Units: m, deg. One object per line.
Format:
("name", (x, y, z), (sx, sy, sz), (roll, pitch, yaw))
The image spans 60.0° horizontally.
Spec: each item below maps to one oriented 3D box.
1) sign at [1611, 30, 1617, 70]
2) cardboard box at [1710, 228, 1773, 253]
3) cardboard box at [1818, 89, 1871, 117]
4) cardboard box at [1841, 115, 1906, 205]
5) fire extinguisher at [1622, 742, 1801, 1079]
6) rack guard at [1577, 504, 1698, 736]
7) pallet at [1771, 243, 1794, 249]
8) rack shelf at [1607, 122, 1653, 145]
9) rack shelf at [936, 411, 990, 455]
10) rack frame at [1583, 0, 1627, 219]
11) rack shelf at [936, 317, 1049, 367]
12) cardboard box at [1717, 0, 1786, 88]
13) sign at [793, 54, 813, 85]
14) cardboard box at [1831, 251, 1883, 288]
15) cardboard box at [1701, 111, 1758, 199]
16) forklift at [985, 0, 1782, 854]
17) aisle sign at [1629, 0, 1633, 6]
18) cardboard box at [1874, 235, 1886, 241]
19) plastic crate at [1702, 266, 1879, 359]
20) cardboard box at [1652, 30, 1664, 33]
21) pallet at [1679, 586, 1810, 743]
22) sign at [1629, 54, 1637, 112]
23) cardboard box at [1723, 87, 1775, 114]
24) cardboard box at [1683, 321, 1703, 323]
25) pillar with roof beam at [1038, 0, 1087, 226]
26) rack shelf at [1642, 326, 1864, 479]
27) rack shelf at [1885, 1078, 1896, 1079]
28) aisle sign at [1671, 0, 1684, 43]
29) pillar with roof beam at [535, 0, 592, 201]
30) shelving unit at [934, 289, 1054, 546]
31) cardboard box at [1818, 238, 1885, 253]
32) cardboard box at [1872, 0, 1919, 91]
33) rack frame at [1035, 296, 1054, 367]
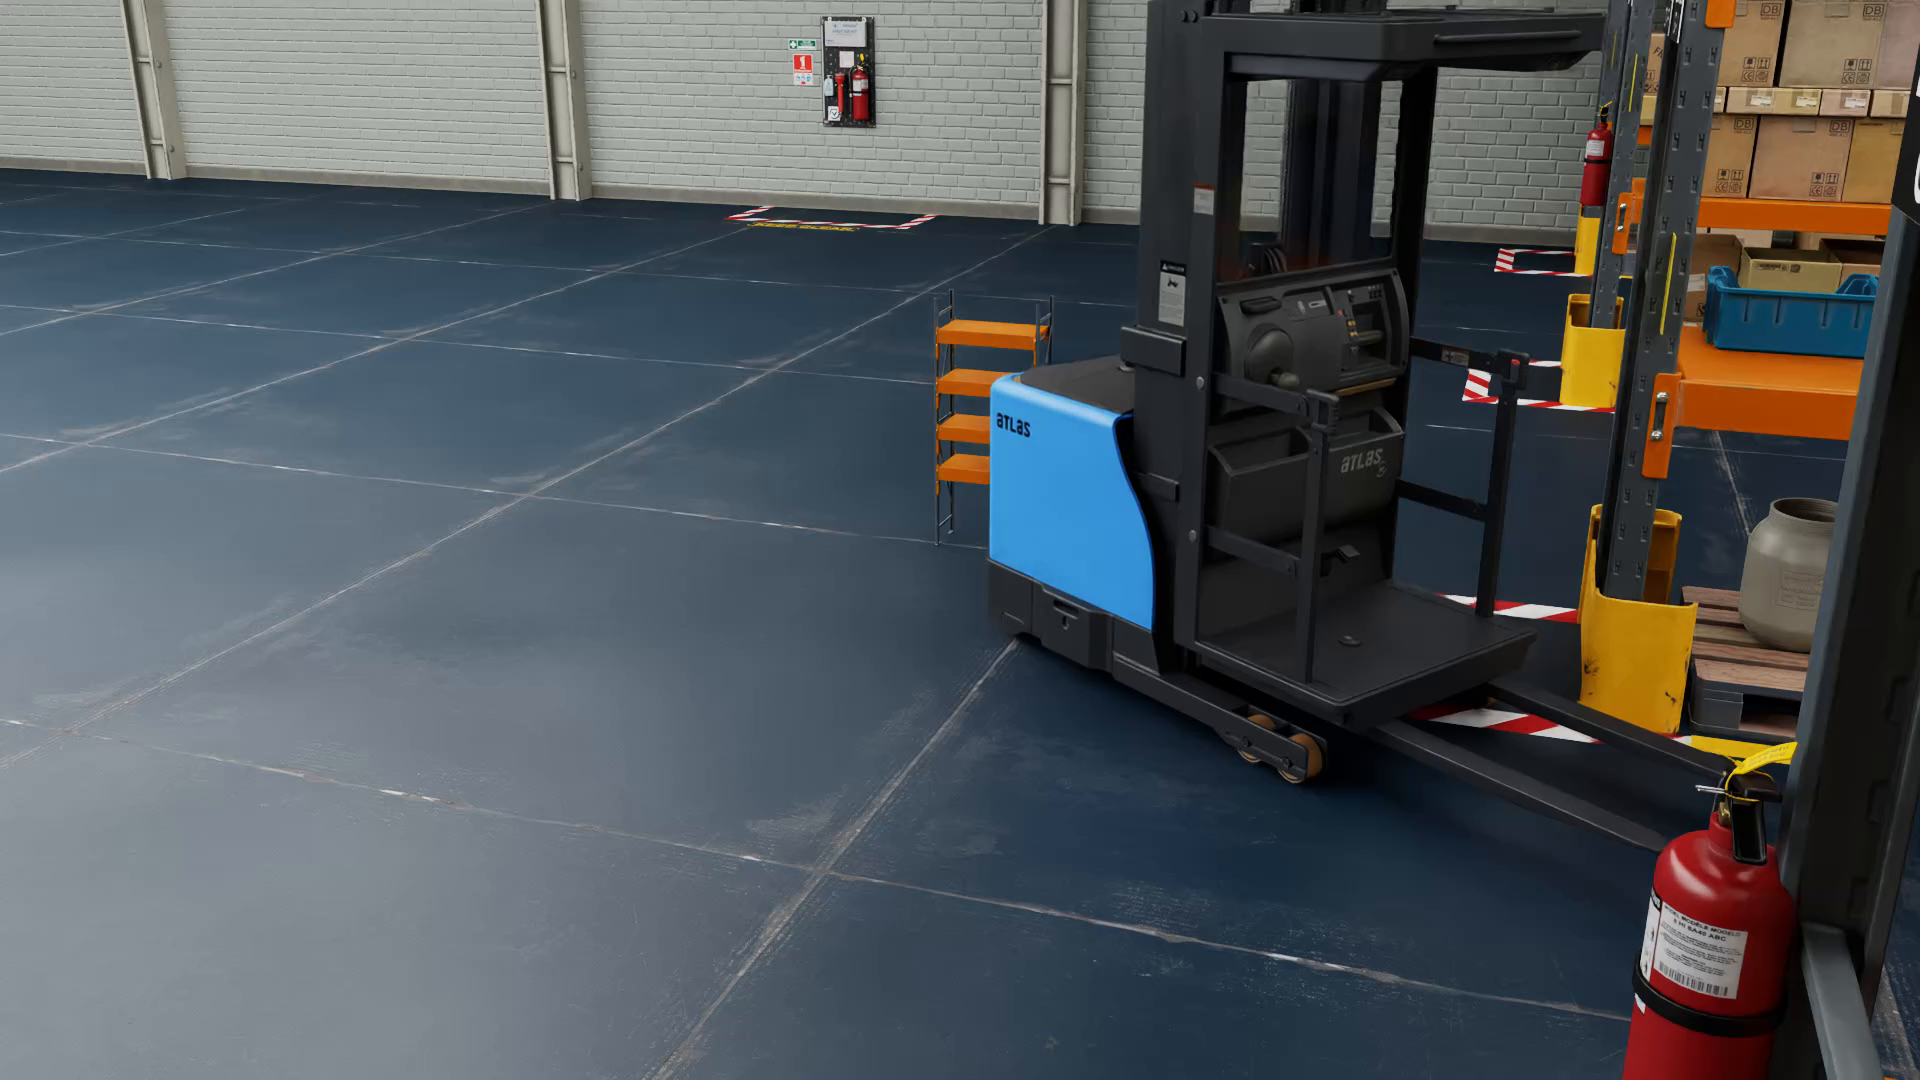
("sign", (5.619, -4.214, 14.293), (0.005, 0.325, 0.100), (7, 20, 18))
("cardboard box", (6.960, -2.748, 14.818), (0.500, 0.311, 0.500), (8, 21, 23))
("cardboard box", (5.198, -2.594, 9.824), (0.250, 0.149, 0.380), (6, 20, 17))
("cardboard box", (5.577, -2.315, 10.009), (0.500, 0.500, 0.700), (7, 20, 18))
("fire extinguisher", (0.964, 0.527, 2.124), (0.183, 0.674, 0.296), (7, 20, 18))
("rack guard", (2.633, 0.280, 6.512), (0.348, 0.500, 1.175), (7, 20, 18))
("pallet", (7.773, -2.418, 14.692), (1.213, 0.211, 1.003), (7, 20, 18))
("rack shelf", (7.686, -3.418, 14.418), (4.000, 0.370, 1.077), (7, 20, 18))
("rack shelf", (0.156, -0.485, 7.850), (0.480, 0.148, 0.258), (7, 20, 18))
("rack frame", (5.797, -3.974, 14.919), (0.127, 3.000, 1.000), (7, 20, 18))
("rack shelf", (0.156, -0.920, 7.698), (0.480, 0.148, 0.258), (7, 20, 18))
("cardboard box", (4.662, -3.033, 10.097), (0.500, 0.500, 0.700), (7, 20, 18))
("sign", (-1.736, -5.203, 18.390), (0.234, 0.329, 0.001), (7, 20, 18))
("cardboard box", (5.558, -1.457, 10.098), (0.500, 0.500, 0.500), (7, 20, 18))
("cardboard box", (4.612, -2.426, 10.327), (0.500, 0.500, 0.700), (7, 20, 18))
("forklift", (1.391, -0.734, 5.730), (1.130, 2.935, 3.031), (-14, 24, -34))
("aisle sign", (4.012, -3.573, 9.819), (0.004, 0.787, 0.394), (7, 20, 18))
("cardboard box", (8.071, -2.582, 14.590), (0.250, 0.149, 0.380), (5, 20, 14))
("plastic crate", (3.117, -0.862, 6.219), (0.616, 0.251, 0.499), (7, 20, 18))
("cardboard box", (6.312, -4.282, 14.861), (0.500, 0.500, 0.500), (6, 20, 17))
("pallet", (3.399, 0.506, 6.303), (1.213, 0.211, 1.003), (7, 20, 18))
("sign", (3.987, -2.707, 9.851), (0.005, 0.325, 0.100), (7, 20, 18))
("cardboard box", (4.725, -2.650, 9.983), (0.250, 0.149, 0.380), (6, 20, 17))
("cardboard box", (4.779, -1.367, 10.980), (0.500, 0.250, 0.500), (7, 20, 18))
("pillar with roof beam", (-0.338, -6.310, 12.506), (0.400, 9.000, 9.100), (7, 20, 18))
("rack shelf", (4.435, -0.338, 5.581), (4.000, 0.370, 1.077), (7, 20, 18))
("rack shelf", (2.810, 1.202, 1.163), (4.000, 0.370, 1.077), (7, 20, 18))
("aisle sign", (2.382, -2.038, 5.415), (0.004, 0.787, 0.394), (7, 20, 18))
("pillar with roof beam", (-6.006, -6.958, 14.365), (0.400, 9.000, 9.100), (7, 20, 18))
("shelving unit", (0.156, -0.549, 7.827), (0.503, 1.200, 0.258), (7, 20, 18))
("cardboard box", (5.729, -1.618, 10.562), (0.500, 0.500, 0.500), (7, 20, 18))
("cardboard box", (5.637, -2.924, 9.783), (0.500, 0.500, 0.700), (7, 20, 18))
("rack frame", (0.387, -0.522, 7.752), (0.015, 1.200, 0.240), (7, 20, 18))
